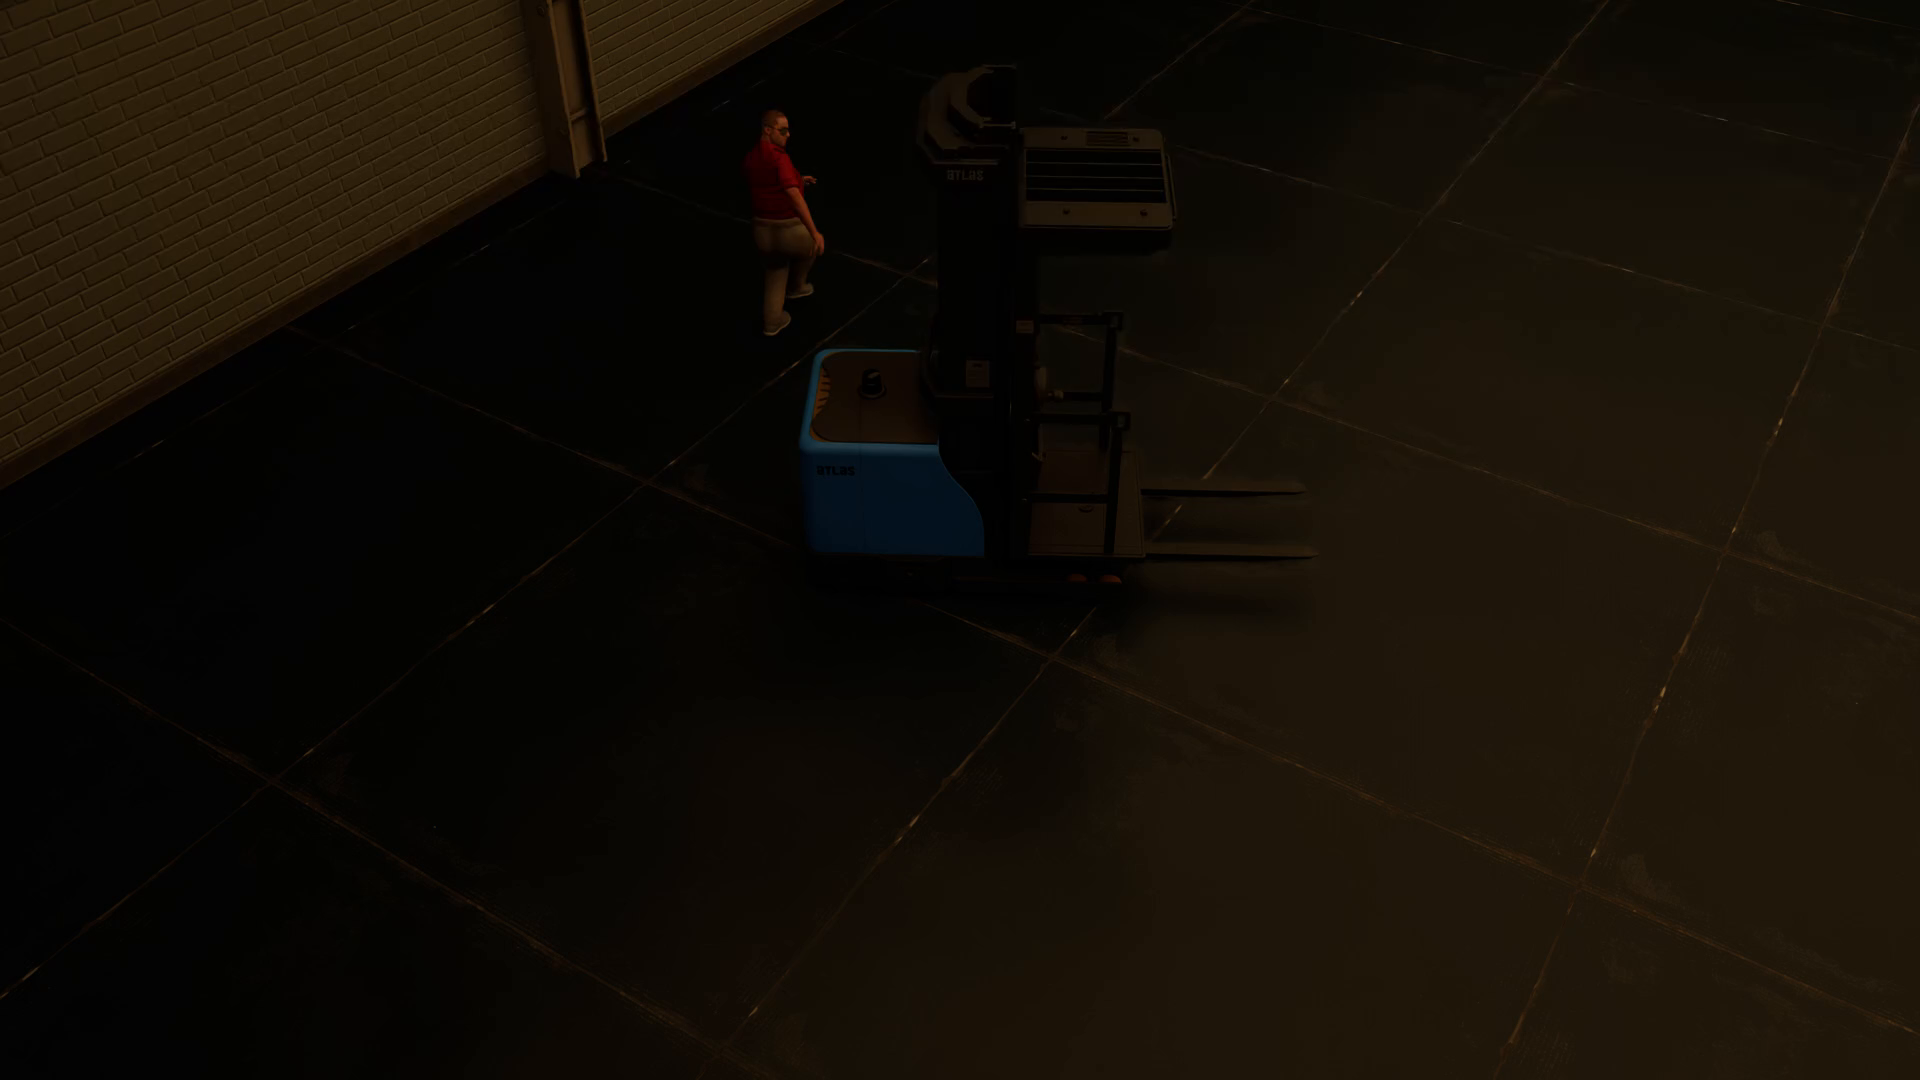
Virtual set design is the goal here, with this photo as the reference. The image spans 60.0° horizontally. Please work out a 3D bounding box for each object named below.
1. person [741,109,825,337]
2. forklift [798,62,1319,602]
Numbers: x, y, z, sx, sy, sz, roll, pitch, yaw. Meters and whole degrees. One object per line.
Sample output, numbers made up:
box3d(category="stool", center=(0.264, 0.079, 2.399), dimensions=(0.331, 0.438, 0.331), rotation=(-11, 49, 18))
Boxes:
box3d(category="person", center=(-1.146, -2.247, 11.679), dimensions=(0.784, 1.585, 0.809), rotation=(17, 43, 19))
box3d(category="forklift", center=(0.610, -1.105, 9.271), dimensions=(3.031, 2.935, 1.130), rotation=(1, 40, 1))
